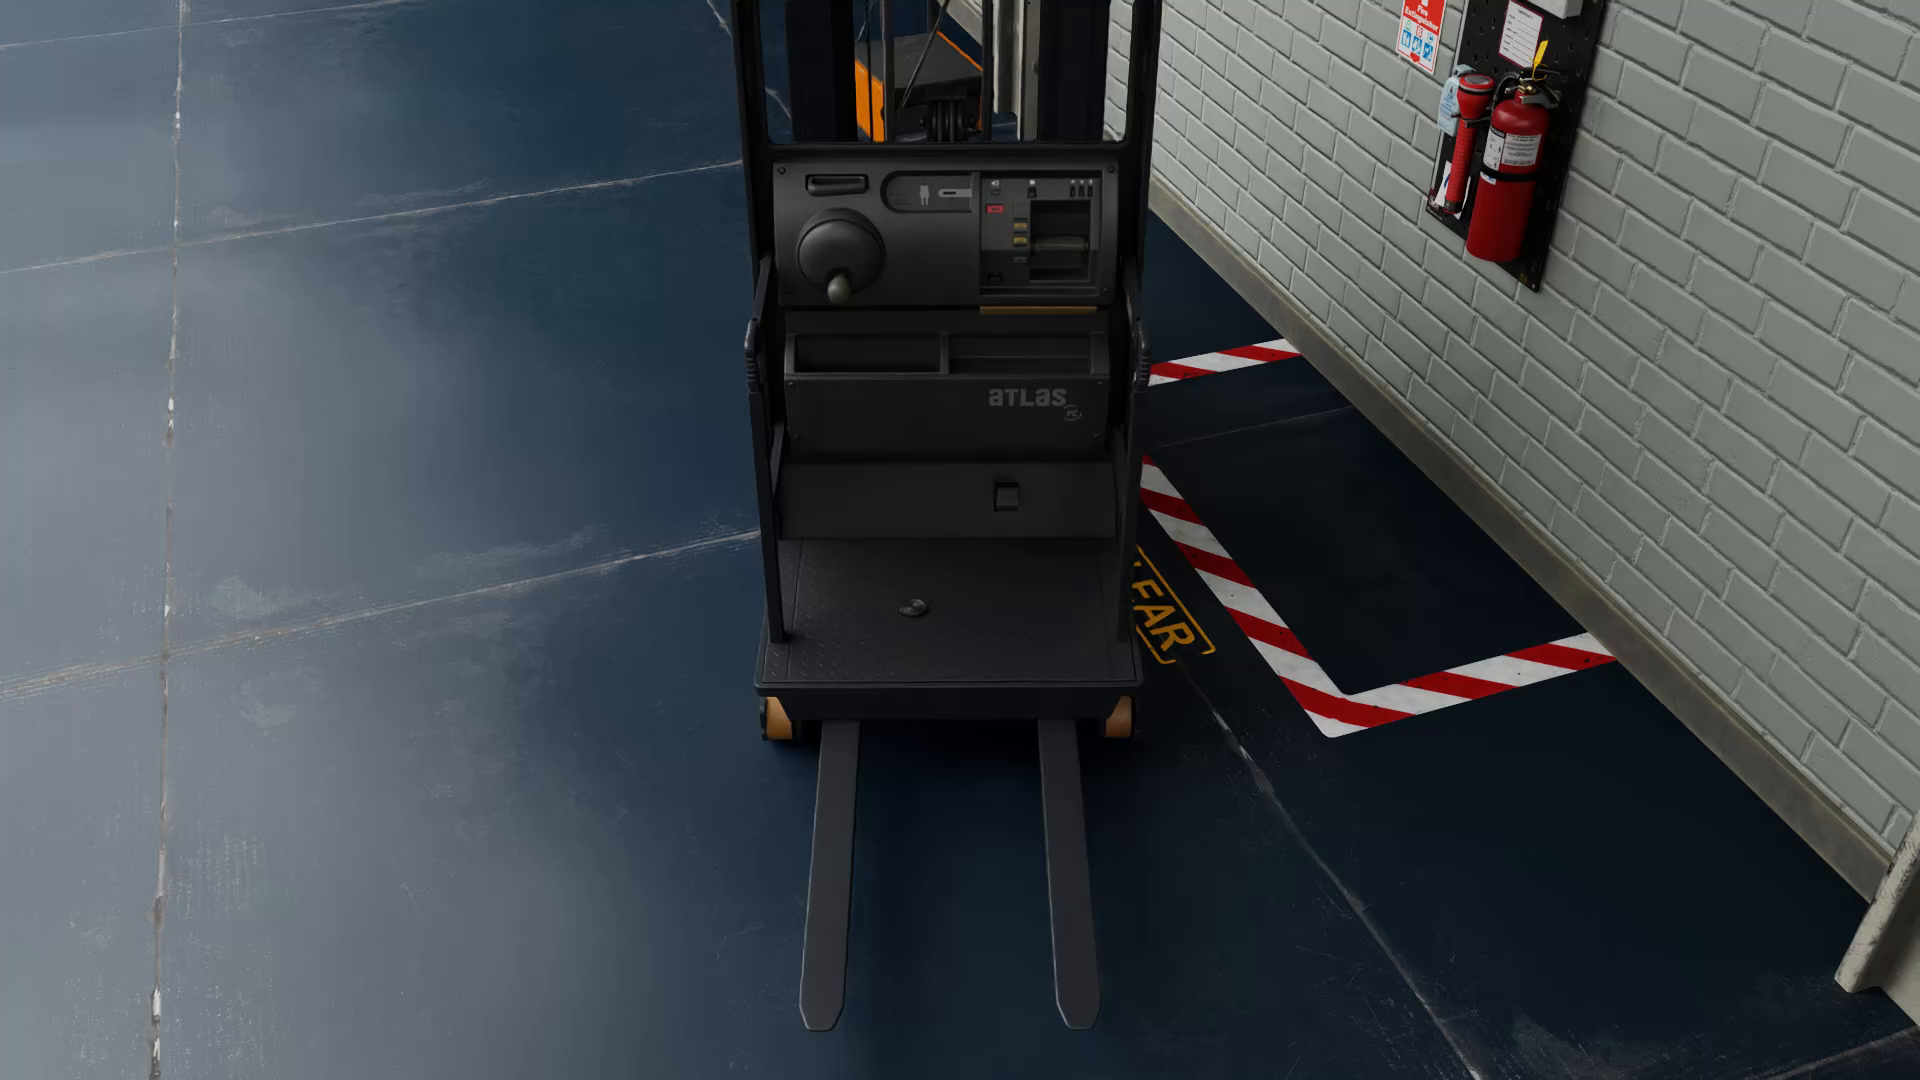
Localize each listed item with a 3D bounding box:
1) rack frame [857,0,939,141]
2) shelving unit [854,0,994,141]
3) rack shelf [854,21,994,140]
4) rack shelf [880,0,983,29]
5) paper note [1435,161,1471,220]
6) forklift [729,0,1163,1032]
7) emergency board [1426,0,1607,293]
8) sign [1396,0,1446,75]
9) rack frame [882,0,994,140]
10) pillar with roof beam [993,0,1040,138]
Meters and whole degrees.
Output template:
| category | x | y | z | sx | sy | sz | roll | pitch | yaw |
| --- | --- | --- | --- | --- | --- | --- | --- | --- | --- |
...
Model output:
| category | x | y | z | sx | sy | sz | roll | pitch | yaw |
| --- | --- | --- | --- | --- | --- | --- | --- | --- | --- |
| rack frame | -0.266 | -1.682 | 6.236 | 0.400 | 2.100 | 0.015 | -14 | 39 | -19 |
| shelving unit | -0.170 | -1.547 | 6.056 | 0.431 | 2.100 | 0.503 | -14 | 39 | -19 |
| rack shelf | -0.170 | -1.536 | 6.065 | 0.431 | 0.518 | 0.480 | -14 | 39 | -19 |
| rack shelf | -0.167 | -2.096 | 5.645 | 0.431 | 0.518 | 0.480 | -14 | 39 | -19 |
| paper note | 1.640 | -1.165 | 5.536 | 0.016 | 0.148 | 0.142 | -12 | 39 | -16 |
| forklift | -0.033 | -0.765 | 4.329 | 1.130 | 2.935 | 3.031 | 0 | 37 | 0 |
| emergency board | 1.636 | -1.403 | 5.119 | 0.194 | 1.169 | 0.643 | -12 | 39 | -16 |
| sign | 1.542 | -1.751 | 5.551 | 0.001 | 0.329 | 0.234 | -12 | 39 | -16 |
| rack frame | -0.074 | -1.412 | 5.877 | 0.400 | 2.100 | 0.015 | -14 | 39 | -19 |
| pillar with roof beam | -3.656 | -4.893 | 4.767 | 9.100 | 9.000 | 0.400 | -12 | 39 | -16 |
